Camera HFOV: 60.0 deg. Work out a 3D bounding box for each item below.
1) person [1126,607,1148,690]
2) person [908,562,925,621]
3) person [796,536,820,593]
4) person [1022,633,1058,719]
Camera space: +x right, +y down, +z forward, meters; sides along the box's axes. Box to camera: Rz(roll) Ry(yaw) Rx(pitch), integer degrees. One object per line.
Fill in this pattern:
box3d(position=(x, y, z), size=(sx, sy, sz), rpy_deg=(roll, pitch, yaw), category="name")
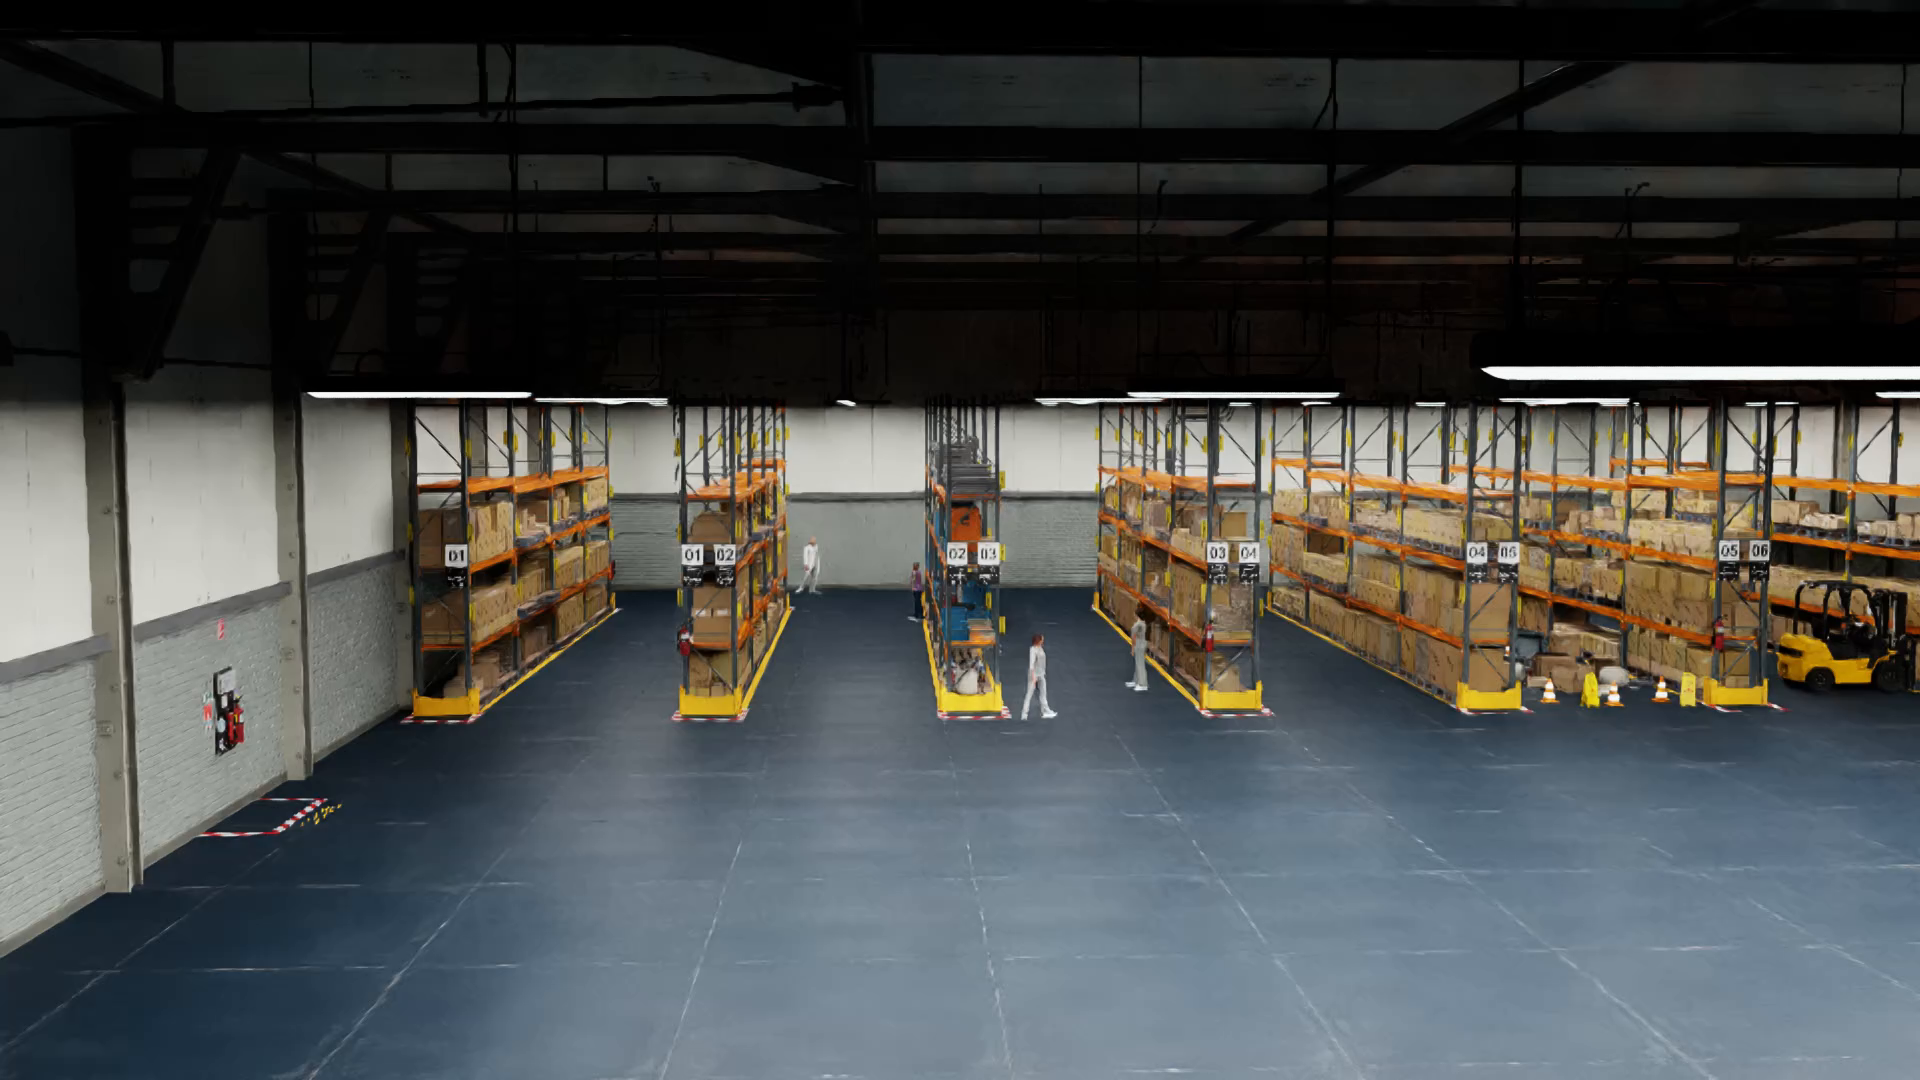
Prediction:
box3d(position=(3.616, 2.196, 33.890), size=(0.564, 1.666, 0.563), rpy_deg=(2, 5, 27), category="person")
box3d(position=(-1.180, 1.377, 44.781), size=(0.534, 1.589, 0.521), rpy_deg=(2, 5, 19), category="person")
box3d(position=(-4.711, 0.772, 51.541), size=(0.783, 1.770, 0.539), rpy_deg=(-4, 6, -45), category="person")
box3d(position=(1.439, 2.493, 30.700), size=(0.528, 1.588, 0.638), rpy_deg=(3, 5, 33), category="person")
